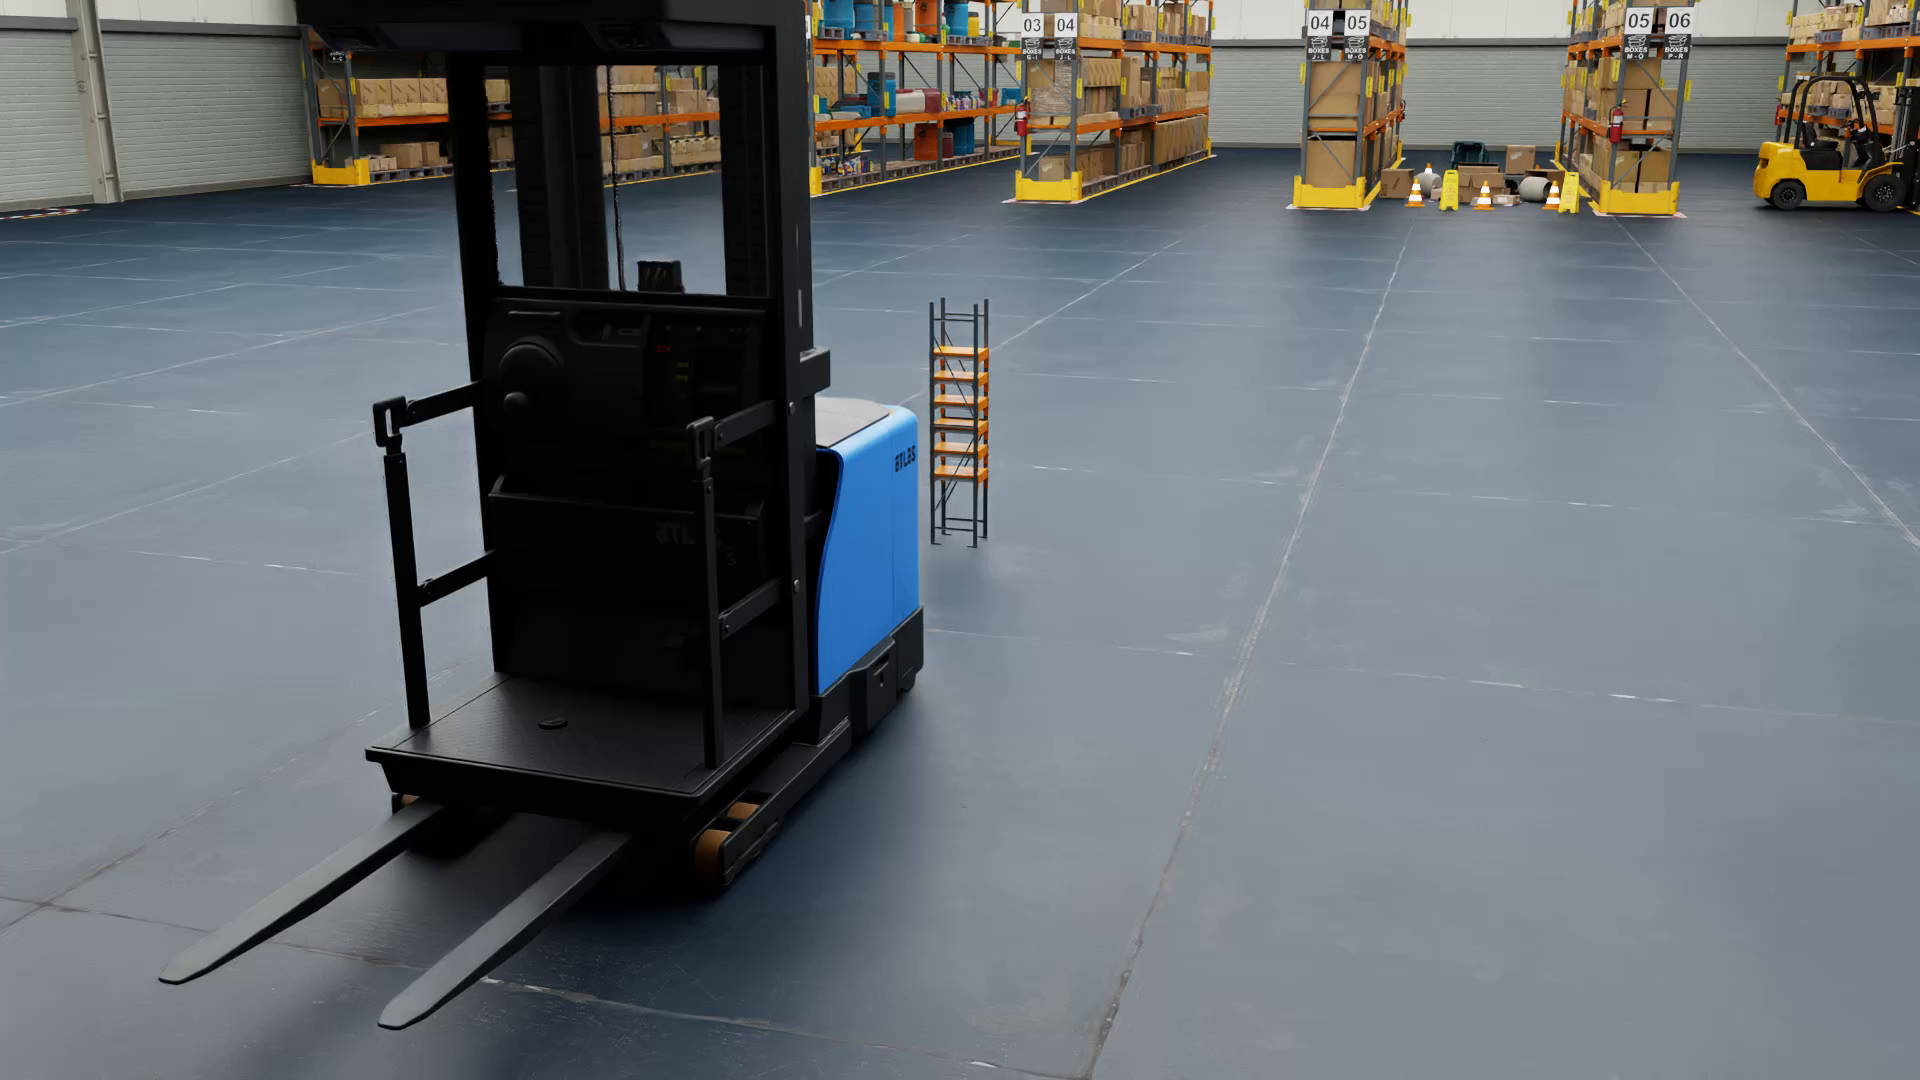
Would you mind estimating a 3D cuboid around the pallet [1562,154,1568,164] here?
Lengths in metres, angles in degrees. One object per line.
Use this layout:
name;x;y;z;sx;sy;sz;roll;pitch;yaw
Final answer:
pallet;15.470;-9.423;41.163;1.003;0.211;1.213;5;16;16

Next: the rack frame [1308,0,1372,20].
rack frame;6.301;-10.037;27.225;1.000;3.000;0.127;5;16;16

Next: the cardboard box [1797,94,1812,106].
cardboard box;19.439;-10.034;37.937;0.500;0.250;0.500;5;16;15

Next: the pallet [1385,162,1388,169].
pallet;9.146;-8.425;37.645;1.003;0.211;1.213;5;16;16

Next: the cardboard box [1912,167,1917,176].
cardboard box;16.099;-6.079;27.616;0.500;0.250;0.500;5;16;16

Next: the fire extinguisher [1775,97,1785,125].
fire extinguisher;19.981;-10.453;40.512;0.296;0.674;0.183;5;16;16

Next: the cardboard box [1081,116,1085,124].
cardboard box;2.058;-7.625;30.177;0.380;0.149;0.250;5;16;16

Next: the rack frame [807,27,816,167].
rack frame;-3.175;-7.946;30.847;1.000;3.000;0.127;5;16;16

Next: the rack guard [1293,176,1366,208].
rack guard;6.294;-5.942;28.363;1.175;0.500;0.348;5;16;16

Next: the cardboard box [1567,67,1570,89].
cardboard box;14.934;-11.134;40.071;0.500;0.500;0.500;4;16;15

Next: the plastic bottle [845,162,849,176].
plastic bottle;-2.264;-7.385;33.063;0.097;0.271;0.097;0;16;0

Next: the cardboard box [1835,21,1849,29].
cardboard box;18.367;-10.670;34.461;0.380;0.149;0.250;5;17;17

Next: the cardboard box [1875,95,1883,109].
cardboard box;17.157;-8.041;30.541;0.500;0.250;0.500;5;17;17

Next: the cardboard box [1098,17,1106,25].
cardboard box;2.526;-9.719;31.143;0.380;0.149;0.250;5;17;18

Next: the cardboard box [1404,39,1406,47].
cardboard box;10.972;-12.568;41.921;0.500;0.250;0.500;4;16;15

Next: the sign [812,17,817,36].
sign;-2.649;-9.350;30.282;0.100;0.325;0.005;5;16;16

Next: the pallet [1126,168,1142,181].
pallet;3.275;-7.791;35.411;1.003;0.211;1.213;5;16;16

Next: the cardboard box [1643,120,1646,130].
cardboard box;11.428;-6.813;27.312;0.380;0.149;0.250;5;17;17

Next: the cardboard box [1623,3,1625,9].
cardboard box;11.053;-8.743;27.160;0.380;0.149;0.250;4;16;15

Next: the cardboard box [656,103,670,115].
cardboard box;-6.688;-9.438;36.381;0.500;0.250;0.500;6;17;19

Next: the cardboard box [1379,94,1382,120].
cardboard box;7.987;-8.494;32.597;0.500;0.500;0.500;5;17;16

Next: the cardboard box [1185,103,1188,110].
cardboard box;5.387;-10.632;40.778;0.380;0.149;0.250;5;16;16

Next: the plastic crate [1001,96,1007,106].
plastic crate;1.034;-11.523;43.656;0.416;0.233;0.300;5;16;16

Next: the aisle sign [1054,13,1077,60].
aisle sign;1.844;-8.773;28.999;0.394;0.787;0.004;5;16;16

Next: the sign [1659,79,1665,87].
sign;12.734;-8.216;30.214;0.100;0.325;0.005;5;16;16

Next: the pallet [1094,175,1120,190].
pallet;2.554;-7.089;32.934;1.003;0.211;1.213;5;16;16

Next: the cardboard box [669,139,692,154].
cardboard box;-6.283;-8.746;36.909;0.500;0.311;0.500;4;16;15

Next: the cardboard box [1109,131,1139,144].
cardboard box;3.545;-8.708;35.933;0.500;0.250;0.500;7;17;22

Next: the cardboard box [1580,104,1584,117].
cardboard box;13.243;-8.967;34.721;0.500;0.250;0.500;4;16;14

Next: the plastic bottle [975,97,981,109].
plastic bottle;0.433;-10.898;41.481;0.152;0.276;0.135;5;16;16

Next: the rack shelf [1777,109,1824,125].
rack shelf;19.814;-9.726;38.442;1.077;0.370;4.000;5;16;16

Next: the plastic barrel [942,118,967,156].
plastic barrel;-0.137;-9.952;40.995;0.600;0.901;0.708;5;16;16

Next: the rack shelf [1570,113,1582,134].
rack shelf;13.917;-9.064;36.106;1.077;0.370;4.000;5;16;16

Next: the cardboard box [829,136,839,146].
cardboard box;-3.593;-10.998;45.841;0.500;0.250;0.500;5;16;16

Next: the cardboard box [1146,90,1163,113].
cardboard box;4.246;-9.809;37.232;0.500;0.500;0.500;5;17;18

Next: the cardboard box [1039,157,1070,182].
cardboard box;1.767;-6.724;30.348;0.500;0.500;0.500;8;18;26

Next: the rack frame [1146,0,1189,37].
rack frame;4.984;-13.588;39.743;1.000;3.000;0.127;5;16;16

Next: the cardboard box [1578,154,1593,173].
cardboard box;13.178;-7.677;33.946;0.950;0.372;0.625;3;16;12

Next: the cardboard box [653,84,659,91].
cardboard box;-6.658;-9.650;35.483;0.380;0.149;0.250;5;16;16

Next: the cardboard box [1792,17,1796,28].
cardboard box;20.015;-12.253;39.350;0.500;0.250;0.500;4;16;15

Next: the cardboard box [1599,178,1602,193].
cardboard box;11.202;-6.040;28.396;0.500;0.250;0.500;5;16;16

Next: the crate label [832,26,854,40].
crate label;-2.326;-9.782;32.094;0.502;0.251;0.408;5;16;16

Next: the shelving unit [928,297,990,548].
shelving unit;-0.004;-0.573;8.152;0.258;1.200;0.189;5;16;16

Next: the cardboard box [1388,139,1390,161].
cardboard box;9.596;-8.943;38.171;0.500;0.500;0.500;4;16;15

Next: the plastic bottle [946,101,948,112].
plastic bottle;-0.331;-10.154;38.844;0.061;0.283;0.133;5;16;16

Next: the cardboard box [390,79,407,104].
cardboard box;-11.947;-9.377;34.757;0.500;0.500;0.500;4;16;14

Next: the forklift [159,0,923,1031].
forklift;-1.086;-0.532;4.833;1.130;2.935;3.031;5;17;18

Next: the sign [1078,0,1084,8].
sign;2.094;-9.384;28.816;0.100;0.325;0.005;5;16;16

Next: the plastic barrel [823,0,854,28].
plastic barrel;-2.424;-10.627;33.113;0.600;0.901;0.708;5;16;16
